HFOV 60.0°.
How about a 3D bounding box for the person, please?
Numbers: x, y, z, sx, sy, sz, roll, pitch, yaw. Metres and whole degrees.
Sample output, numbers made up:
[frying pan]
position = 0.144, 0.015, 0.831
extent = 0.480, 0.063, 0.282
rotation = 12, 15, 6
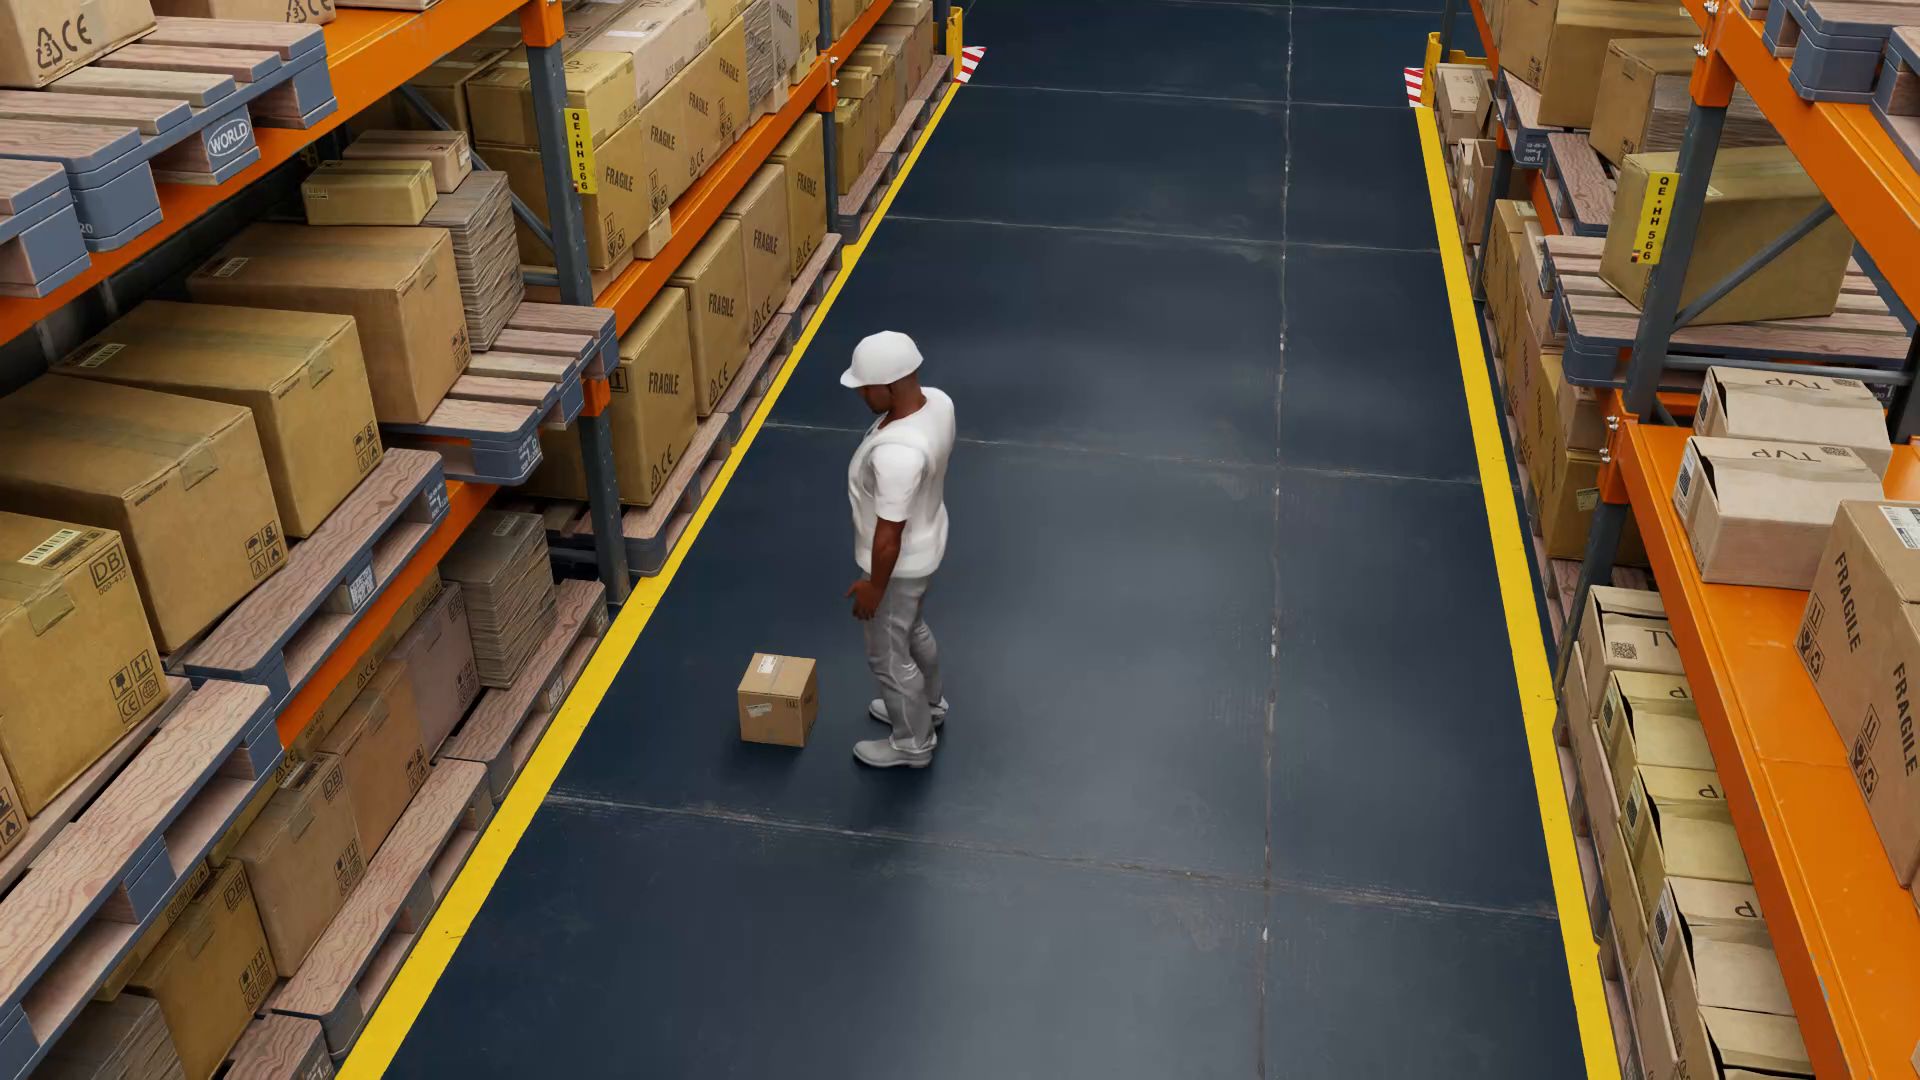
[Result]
[person]
position = -0.223, 0.049, 6.043
extent = 0.368, 1.759, 0.568
rotation = 6, 33, 9
